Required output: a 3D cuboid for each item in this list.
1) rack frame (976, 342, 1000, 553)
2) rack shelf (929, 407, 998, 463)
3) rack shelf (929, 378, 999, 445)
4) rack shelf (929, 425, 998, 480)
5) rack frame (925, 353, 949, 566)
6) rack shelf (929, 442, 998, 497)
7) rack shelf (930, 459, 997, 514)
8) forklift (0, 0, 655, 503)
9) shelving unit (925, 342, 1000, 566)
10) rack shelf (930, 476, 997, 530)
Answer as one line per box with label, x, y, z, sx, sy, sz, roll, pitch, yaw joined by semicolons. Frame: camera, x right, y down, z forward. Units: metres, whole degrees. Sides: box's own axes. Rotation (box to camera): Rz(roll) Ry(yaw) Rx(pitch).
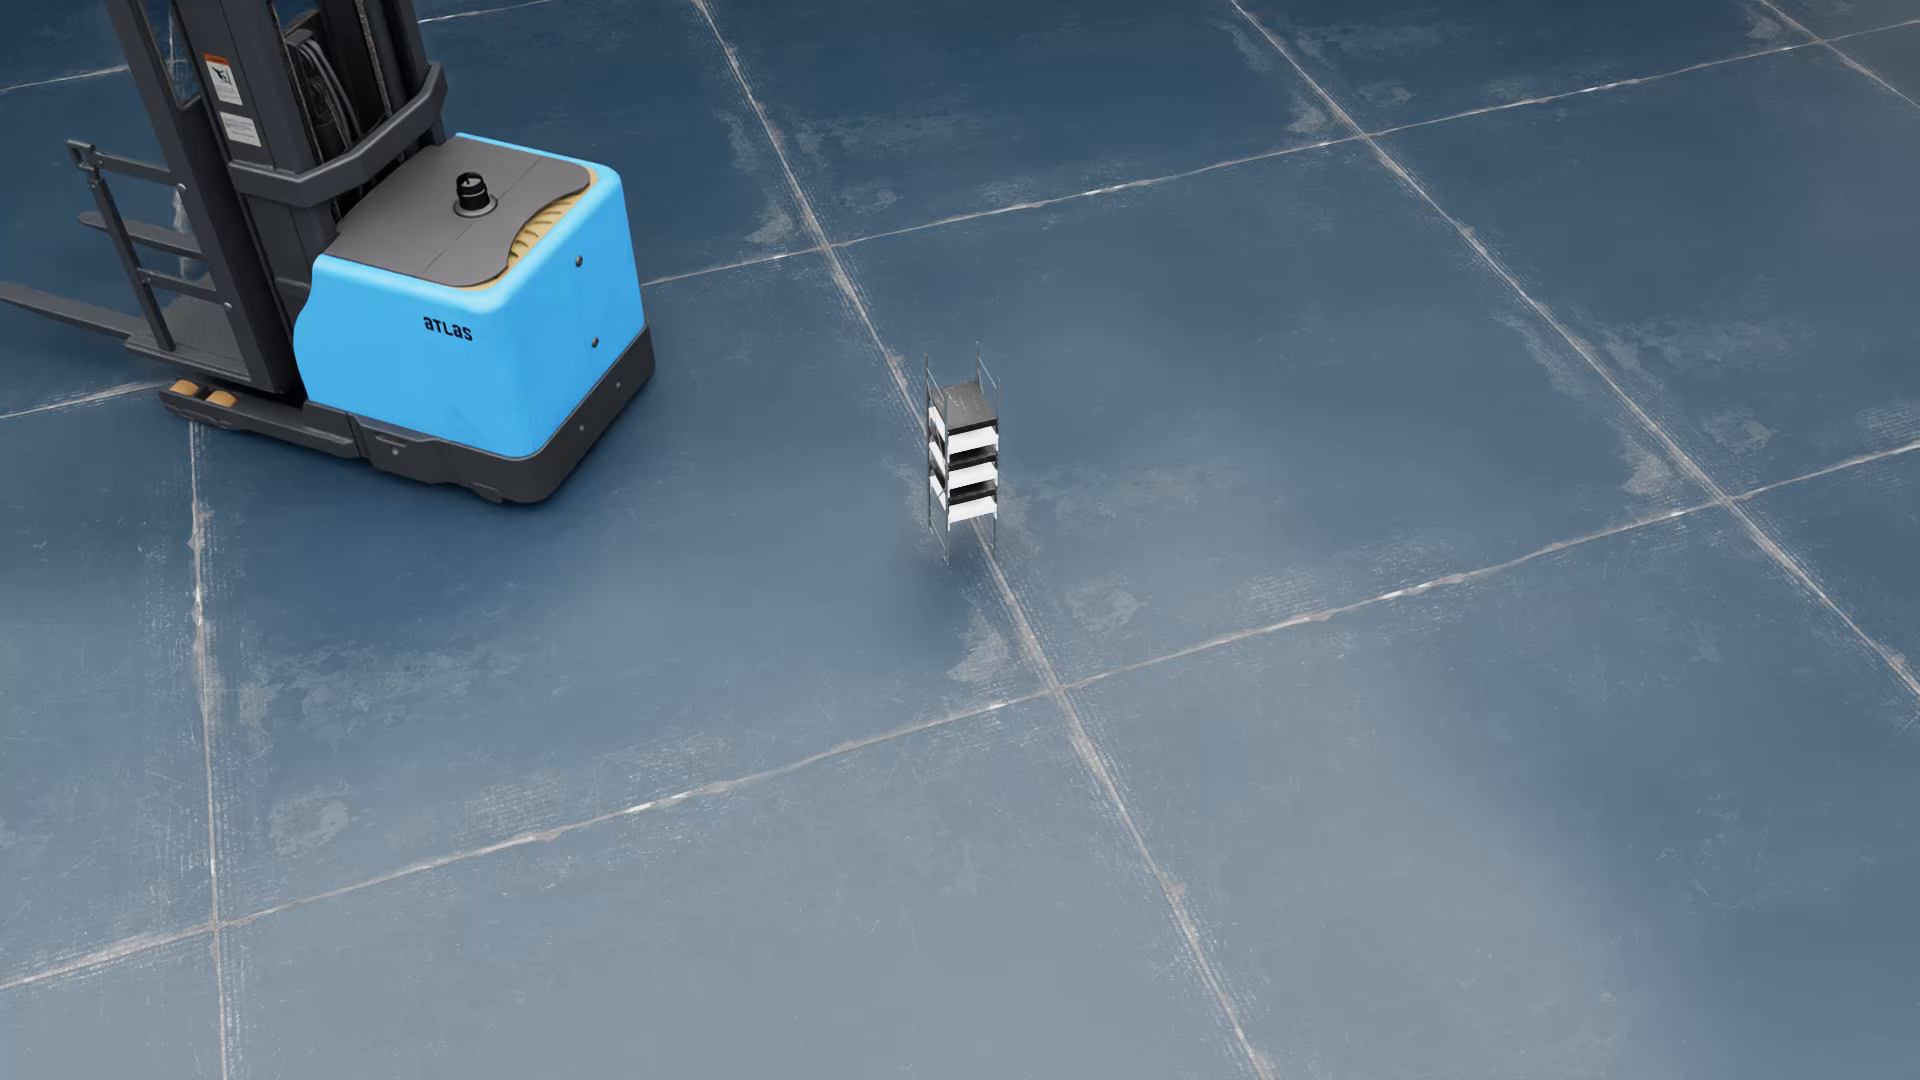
rack frame;0.103;-0.344;6.458;0.006;0.900;0.240;-14;47;-14
rack shelf;0.008;-0.423;6.329;0.200;0.077;0.258;-14;47;-14
rack shelf;0.008;-0.487;6.266;0.200;0.077;0.258;-14;47;-14
rack shelf;0.008;-0.360;6.393;0.200;0.077;0.258;-14;47;-14
rack frame;-0.088;-0.295;6.409;0.006;0.900;0.240;-14;47;-14
rack shelf;0.008;-0.296;6.457;0.200;0.077;0.258;-14;47;-14
rack shelf;0.008;-0.233;6.521;0.200;0.077;0.258;-14;47;-14
forklift;-2.930;-1.848;6.523;3.031;2.935;1.130;16;47;15
shelving unit;0.008;-0.320;6.433;0.210;0.900;0.258;-14;47;-14
rack shelf;0.008;-0.169;6.584;0.200;0.077;0.258;-14;47;-14
